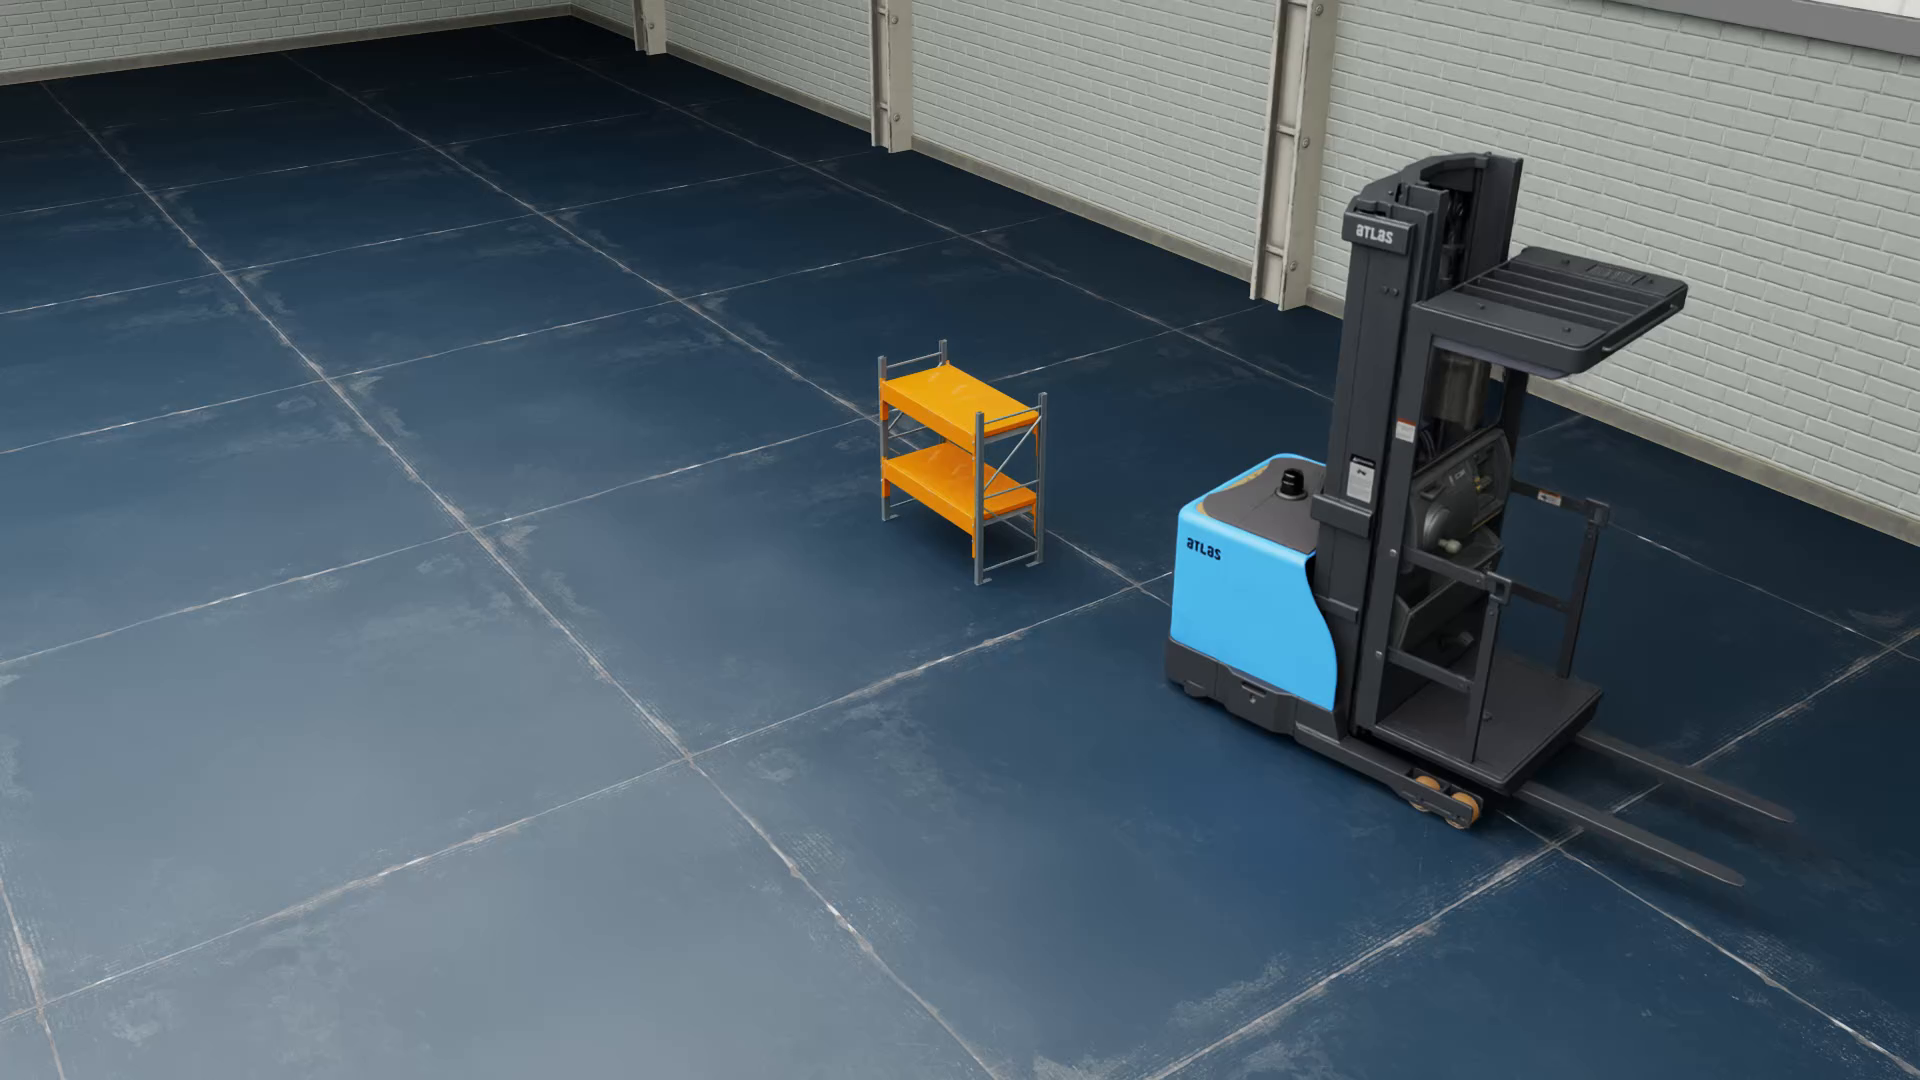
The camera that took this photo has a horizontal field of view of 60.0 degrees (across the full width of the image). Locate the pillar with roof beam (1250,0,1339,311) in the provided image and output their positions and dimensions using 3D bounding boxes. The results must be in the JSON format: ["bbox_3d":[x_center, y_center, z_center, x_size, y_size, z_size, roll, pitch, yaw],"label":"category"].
[{"bbox_3d":[-0.778,-4.813,9.910,9.100,9.000,0.400,-19,34,-31],"label":"pillar with roof beam"}]

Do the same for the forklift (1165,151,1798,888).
[{"bbox_3d":[2.528,-0.193,7.761,3.031,2.935,1.130,24,37,37],"label":"forklift"}]

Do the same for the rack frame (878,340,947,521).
[{"bbox_3d":[-0.291,-0.689,10.567,0.500,1.125,0.032,-19,34,-31],"label":"rack frame"}]

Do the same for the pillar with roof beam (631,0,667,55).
[{"bbox_3d":[-7.738,-9.478,18.500,9.100,9.000,0.400,-19,34,-31],"label":"pillar with roof beam"}]

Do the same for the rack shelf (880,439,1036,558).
[{"bbox_3d":[0.004,-0.277,10.320,0.538,0.278,1.000,-19,34,-31],"label":"rack shelf"}]

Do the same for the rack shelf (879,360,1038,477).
[{"bbox_3d":[0.004,-0.749,10.064,0.538,0.278,1.000,-19,34,-31],"label":"rack shelf"}]

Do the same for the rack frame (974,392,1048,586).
[{"bbox_3d":[0.299,-0.294,9.839,0.500,1.125,0.032,-19,34,-31],"label":"rack frame"}]

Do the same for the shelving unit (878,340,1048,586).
[{"bbox_3d":[0.004,-0.492,10.203,0.538,1.125,1.048,-19,34,-31],"label":"shelving unit"}]

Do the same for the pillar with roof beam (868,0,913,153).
[{"bbox_3d":[-4.258,-7.146,14.205,9.100,9.000,0.400,-19,34,-31],"label":"pillar with roof beam"}]
